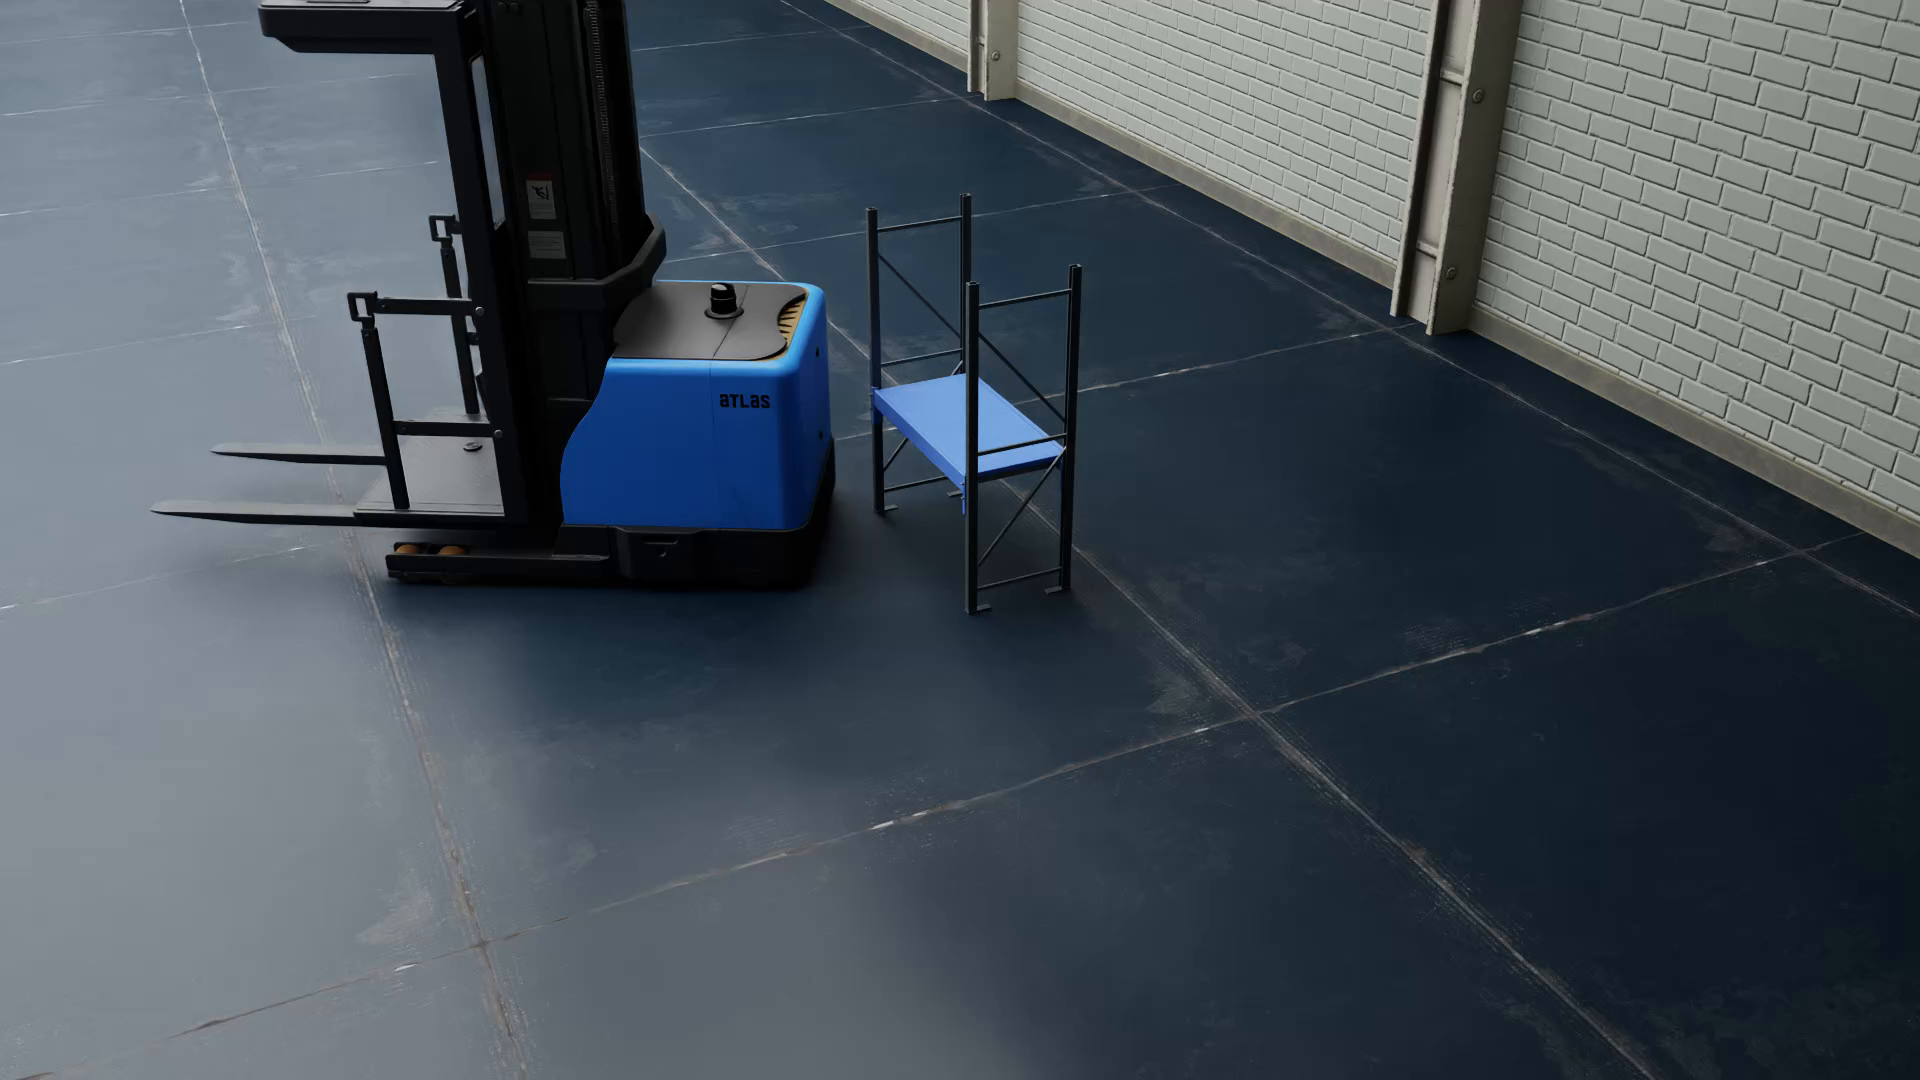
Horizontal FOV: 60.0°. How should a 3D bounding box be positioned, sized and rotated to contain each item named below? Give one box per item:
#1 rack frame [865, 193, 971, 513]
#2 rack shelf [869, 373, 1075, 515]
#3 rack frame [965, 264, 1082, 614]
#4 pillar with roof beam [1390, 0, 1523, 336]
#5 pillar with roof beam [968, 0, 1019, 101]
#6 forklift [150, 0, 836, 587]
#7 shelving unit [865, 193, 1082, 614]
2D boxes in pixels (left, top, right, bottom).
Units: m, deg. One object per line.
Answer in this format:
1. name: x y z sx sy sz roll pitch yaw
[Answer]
1. rack frame: -0.182 -0.841 7.716 0.500 1.500 0.032 -13 32 -22
2. rack shelf: 0.037 -0.460 7.404 0.538 0.185 1.000 -13 32 -22
3. rack frame: 0.255 -0.392 6.916 0.500 1.500 0.032 -13 32 -22
4. pillar with roof beam: -1.022 -4.359 6.324 9.100 9.000 0.400 -13 32 -22
5. pillar with roof beam: -3.598 -7.010 11.050 9.100 9.000 0.400 -13 32 -22
6. forklift: -2.144 -1.339 7.141 3.031 2.935 1.130 2 29 3
7. shelving unit: 0.037 -0.616 7.316 0.538 1.500 1.048 -13 32 -22
